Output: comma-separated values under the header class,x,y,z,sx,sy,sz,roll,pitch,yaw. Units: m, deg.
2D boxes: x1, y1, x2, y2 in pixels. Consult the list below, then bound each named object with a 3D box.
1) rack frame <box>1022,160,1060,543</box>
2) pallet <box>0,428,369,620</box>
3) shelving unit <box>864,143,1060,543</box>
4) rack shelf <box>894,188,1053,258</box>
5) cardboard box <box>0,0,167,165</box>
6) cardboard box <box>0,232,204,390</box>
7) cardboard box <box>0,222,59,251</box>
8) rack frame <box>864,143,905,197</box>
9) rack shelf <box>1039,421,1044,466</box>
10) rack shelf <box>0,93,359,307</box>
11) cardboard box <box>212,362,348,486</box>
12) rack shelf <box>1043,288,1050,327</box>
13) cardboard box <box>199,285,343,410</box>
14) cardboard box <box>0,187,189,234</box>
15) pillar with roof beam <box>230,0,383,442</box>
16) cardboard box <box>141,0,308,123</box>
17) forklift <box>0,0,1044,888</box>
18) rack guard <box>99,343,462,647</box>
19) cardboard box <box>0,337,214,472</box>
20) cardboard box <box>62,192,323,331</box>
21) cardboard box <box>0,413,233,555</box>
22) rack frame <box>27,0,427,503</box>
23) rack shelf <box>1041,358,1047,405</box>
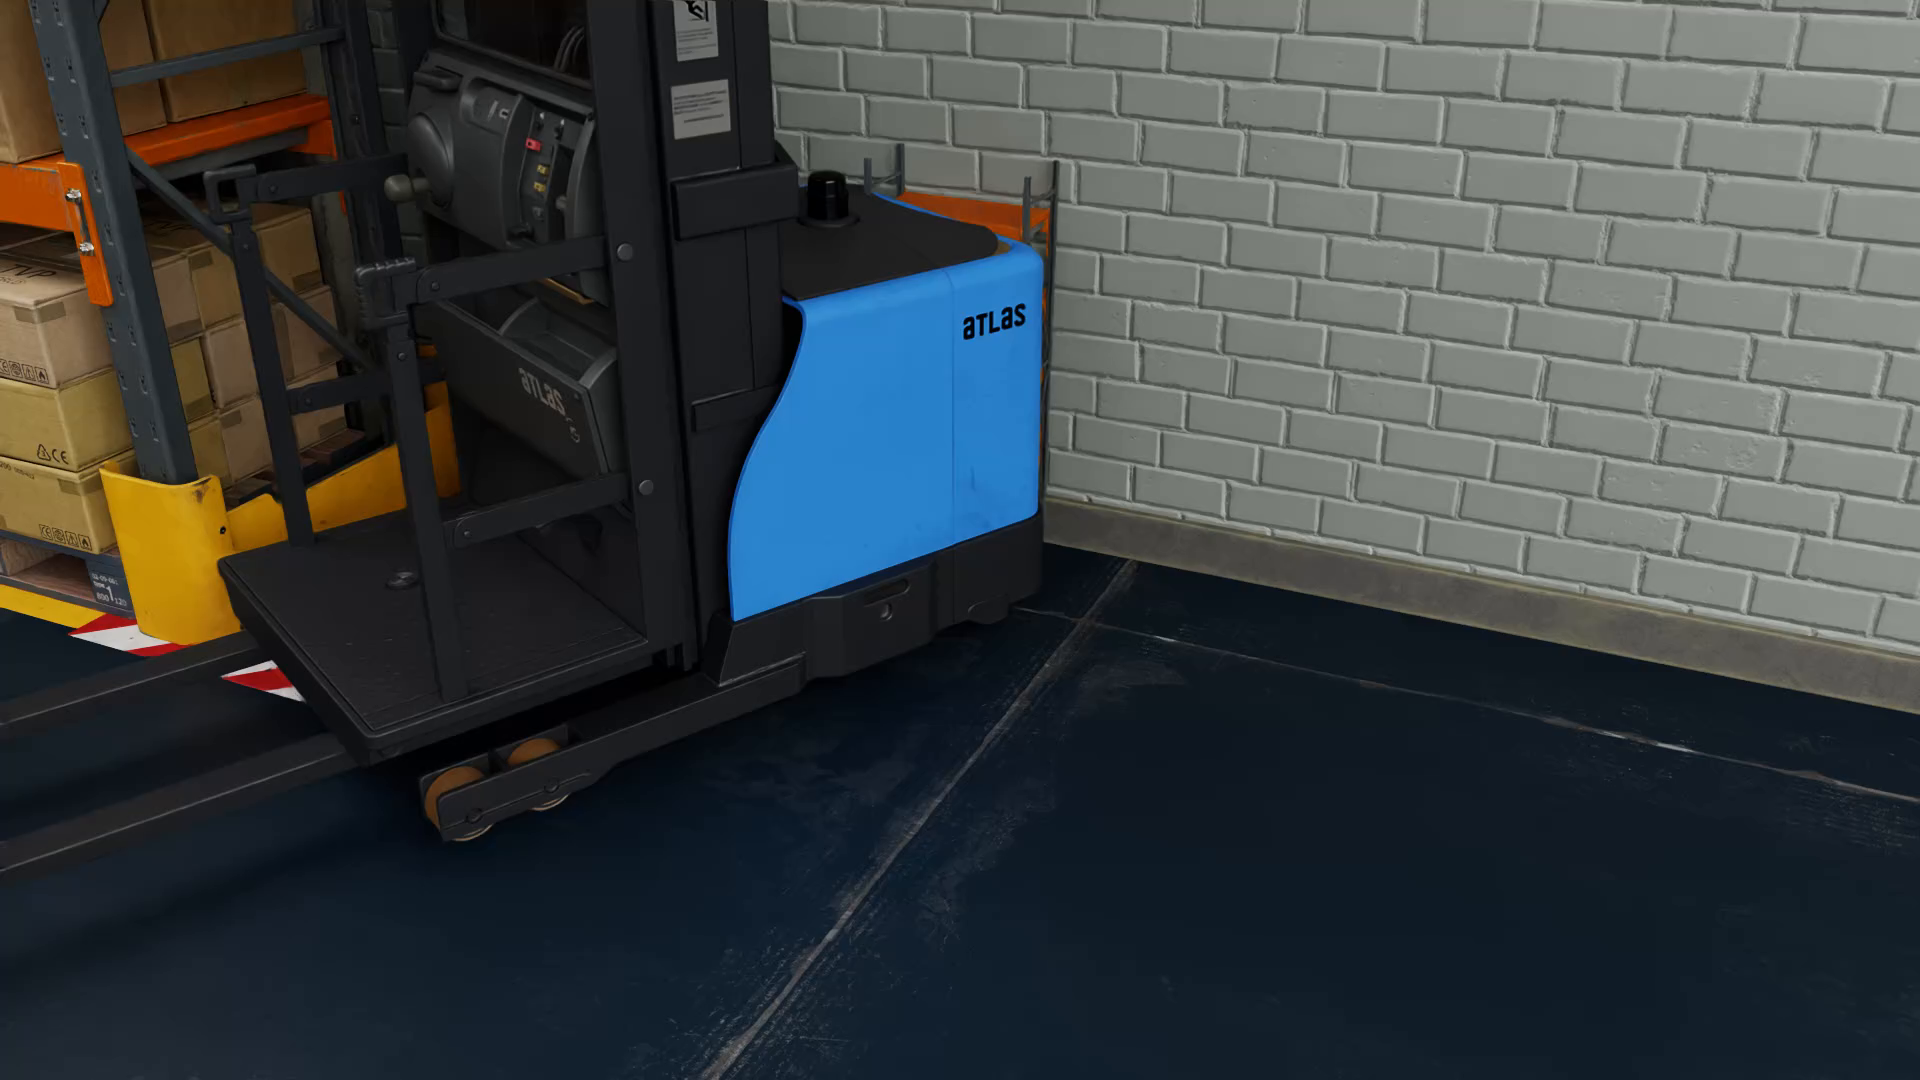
class,x,y,z,sx,sy,sz,roll,pitch,yaw
rack frame,0.219,-0.491,4.886,0.015,1.200,0.240,11,27,21
pallet,-2.702,-0.170,5.356,1.213,0.211,1.003,11,28,22
shelving unit,-0.004,-0.537,4.973,0.503,1.200,0.258,11,27,21
rack shelf,0.002,-0.892,4.805,0.480,0.148,0.258,11,27,21
cardboard box,-2.546,-1.327,4.436,0.500,0.500,0.500,11,28,21
cardboard box,-2.537,-0.660,4.700,0.500,0.250,0.500,12,29,24
cardboard box,-3.005,-0.751,4.885,0.500,0.250,0.500,12,29,23
rack frame,-0.227,-0.582,5.061,0.015,1.200,0.240,11,27,21
rack shelf,-0.008,-0.297,5.087,0.480,0.148,0.258,11,27,21
rack shelf,-3.810,-1.341,5.392,4.000,0.370,1.077,11,28,22
cardboard box,-2.355,-0.421,5.347,0.500,0.250,0.500,11,28,22
rack shelf,-0.001,-0.678,4.906,0.480,0.148,0.258,11,27,21
cardboard box,-2.331,-0.646,5.238,0.500,0.250,0.500,12,29,23
cardboard box,-2.805,-0.955,5.299,0.500,0.250,0.500,11,28,22
pillar with roof beam,-4.032,-2.748,0.644,0.400,9.000,9.100,11,28,22
cardboard box,-2.325,-1.545,4.879,0.500,0.500,0.500,12,29,23
forklift,-1.234,-0.885,3.729,3.031,2.935,1.130,-19,32,-34
rack guard,-1.967,-0.172,5.033,0.348,0.500,1.175,11,28,22
cardboard box,-2.561,-0.440,4.820,0.500,0.250,0.500,11,28,21
cardboard box,-2.348,-0.865,5.117,0.500,0.250,0.500,11,28,21
cardboard box,-2.548,-0.211,4.921,0.500,0.250,0.500,12,28,22
rack frame,-1.989,-1.298,4.490,0.127,3.000,1.000,11,28,22
rack shelf,-0.005,-0.476,5.002,0.480,0.148,0.258,11,27,21
